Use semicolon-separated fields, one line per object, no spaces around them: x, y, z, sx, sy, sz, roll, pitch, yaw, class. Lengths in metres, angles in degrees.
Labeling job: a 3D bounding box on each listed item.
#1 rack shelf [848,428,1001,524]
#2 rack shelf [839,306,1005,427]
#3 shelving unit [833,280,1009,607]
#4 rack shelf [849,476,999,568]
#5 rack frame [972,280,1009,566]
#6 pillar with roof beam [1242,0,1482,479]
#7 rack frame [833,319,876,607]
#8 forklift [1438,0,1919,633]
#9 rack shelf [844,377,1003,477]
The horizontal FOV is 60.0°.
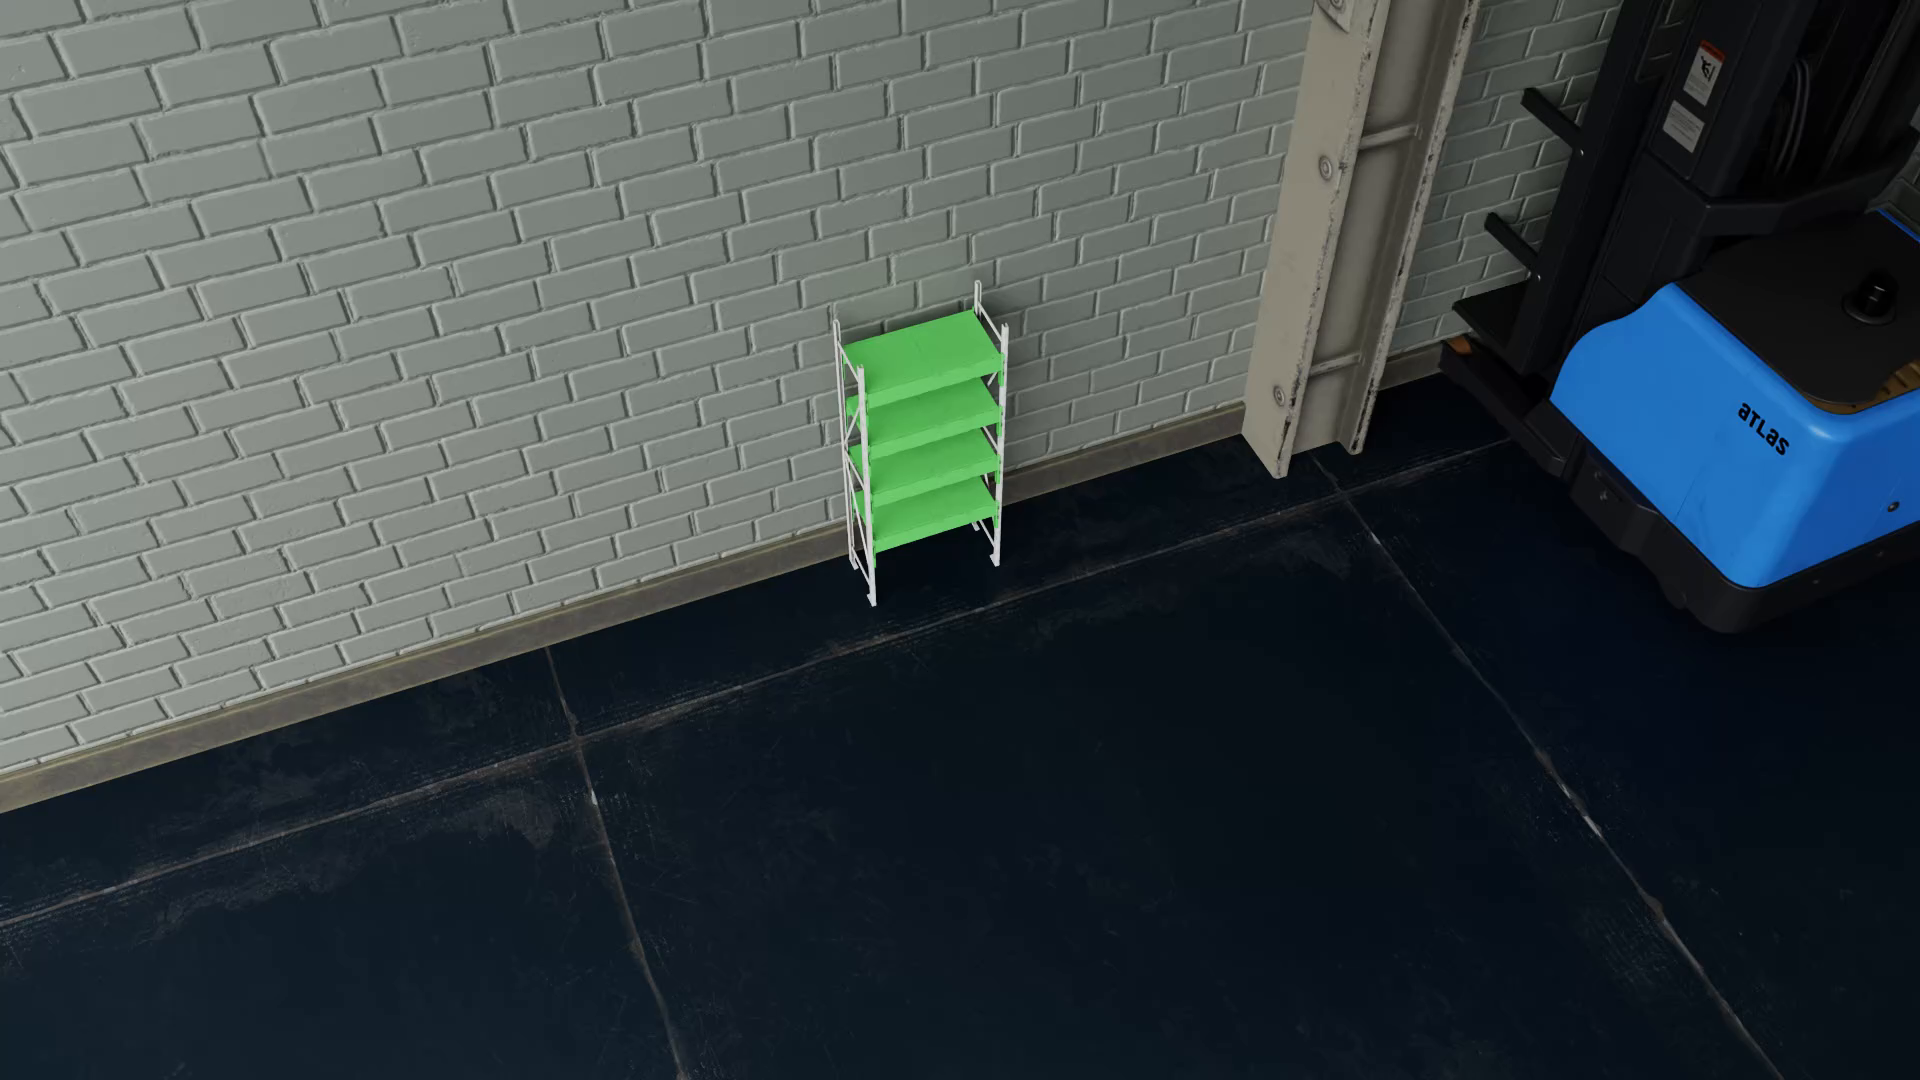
-0.129;-0.260;5.763;0.480;0.148;0.258;-18;53;-15;rack shelf
-0.125;-0.566;5.394;0.480;0.148;0.258;-18;53;-15;rack shelf
-0.128;-0.301;5.714;0.503;1.200;0.258;-18;53;-15;shelving unit
-0.130;-0.107;5.948;0.480;0.148;0.258;-18;53;-15;rack shelf
0.097;-0.372;5.775;0.015;1.200;0.240;-18;53;-15;rack frame
2.976;-0.309;0.584;0.400;9.000;9.100;-17;52;-14;pillar with roof beam
-0.353;-0.229;5.652;0.015;1.200;0.240;-18;53;-15;rack frame
2.501;-1.759;5.829;1.130;2.935;3.031;-20;52;-16;forklift
-0.127;-0.413;5.578;0.480;0.148;0.258;-18;53;-15;rack shelf
